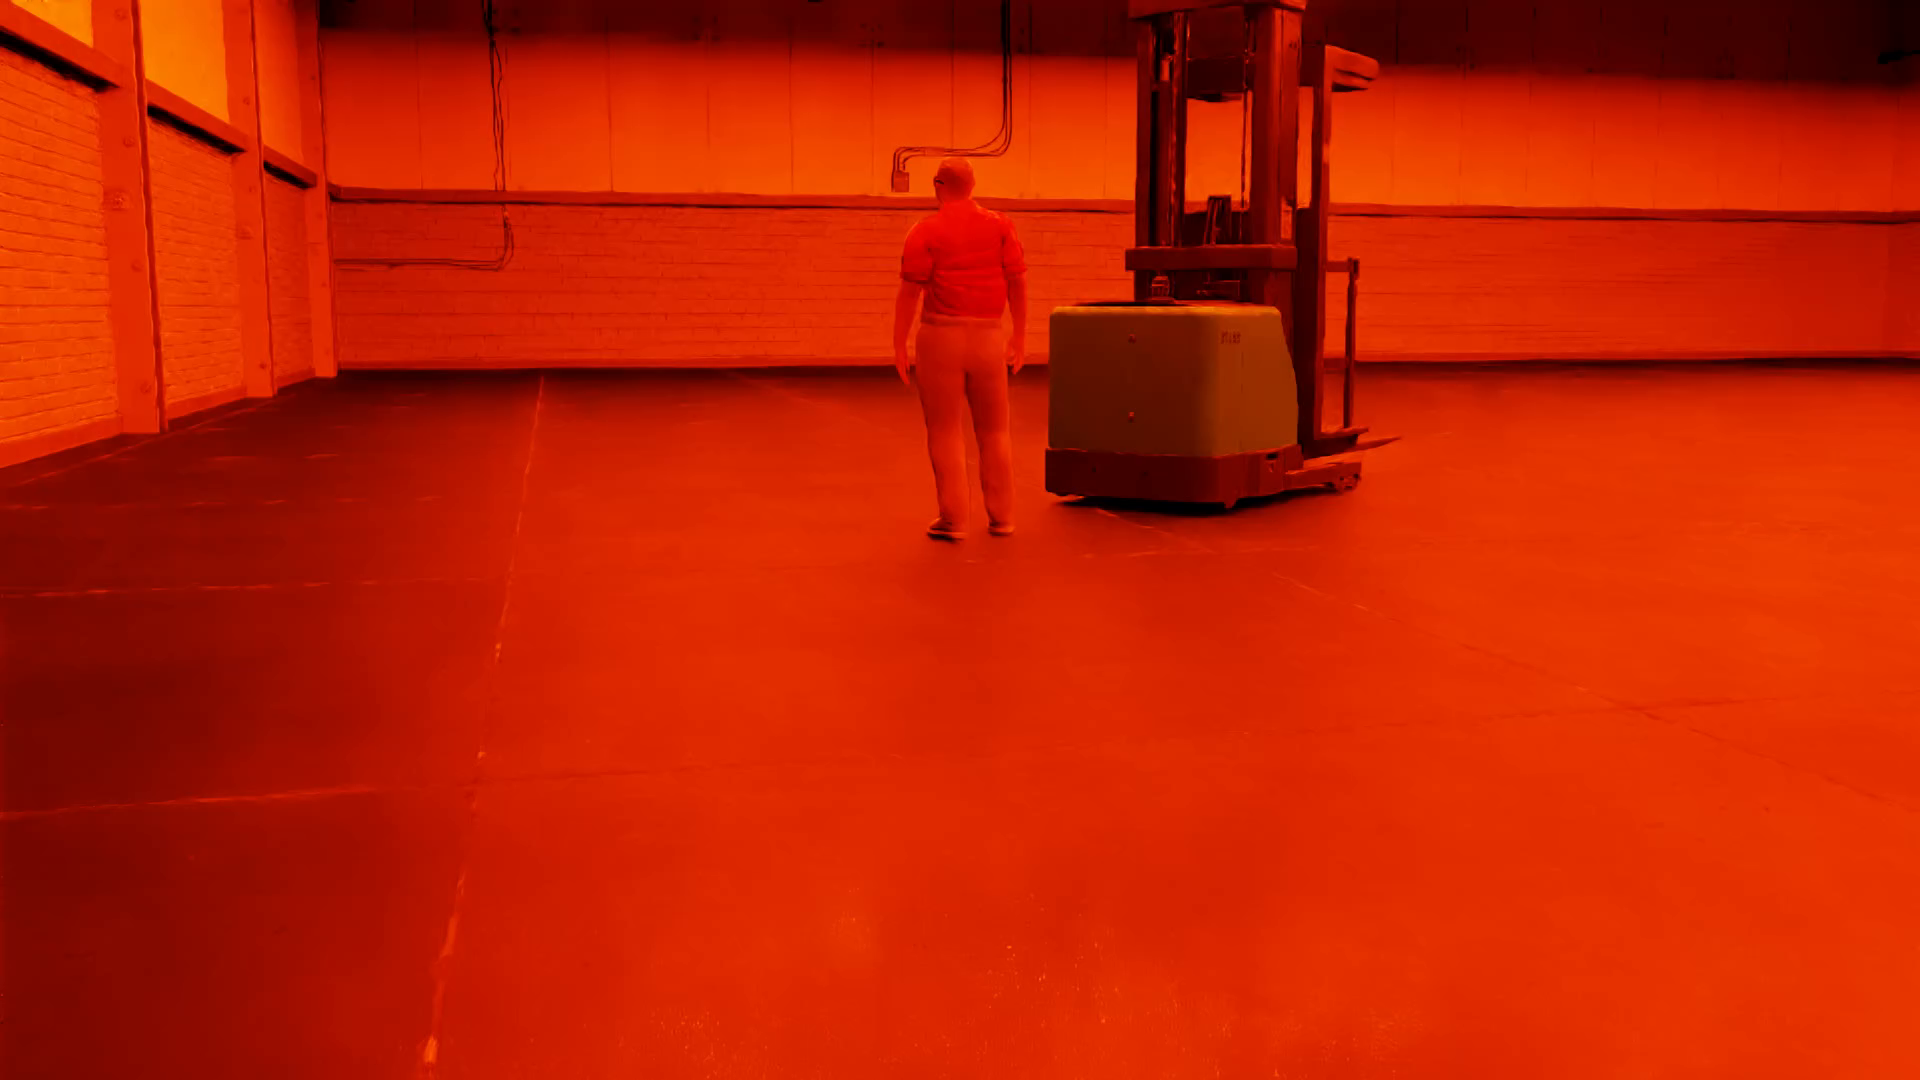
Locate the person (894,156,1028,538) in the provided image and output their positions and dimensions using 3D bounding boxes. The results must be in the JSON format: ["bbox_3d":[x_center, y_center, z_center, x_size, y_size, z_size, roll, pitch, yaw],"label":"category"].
[{"bbox_3d":[-0.009,-0.876,7.676,0.640,1.727,0.550,-2,8,-13],"label":"person"}]

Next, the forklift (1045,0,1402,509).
[{"bbox_3d":[1.749,-1.774,9.807,1.130,2.935,3.031,6,10,36],"label":"forklift"}]
